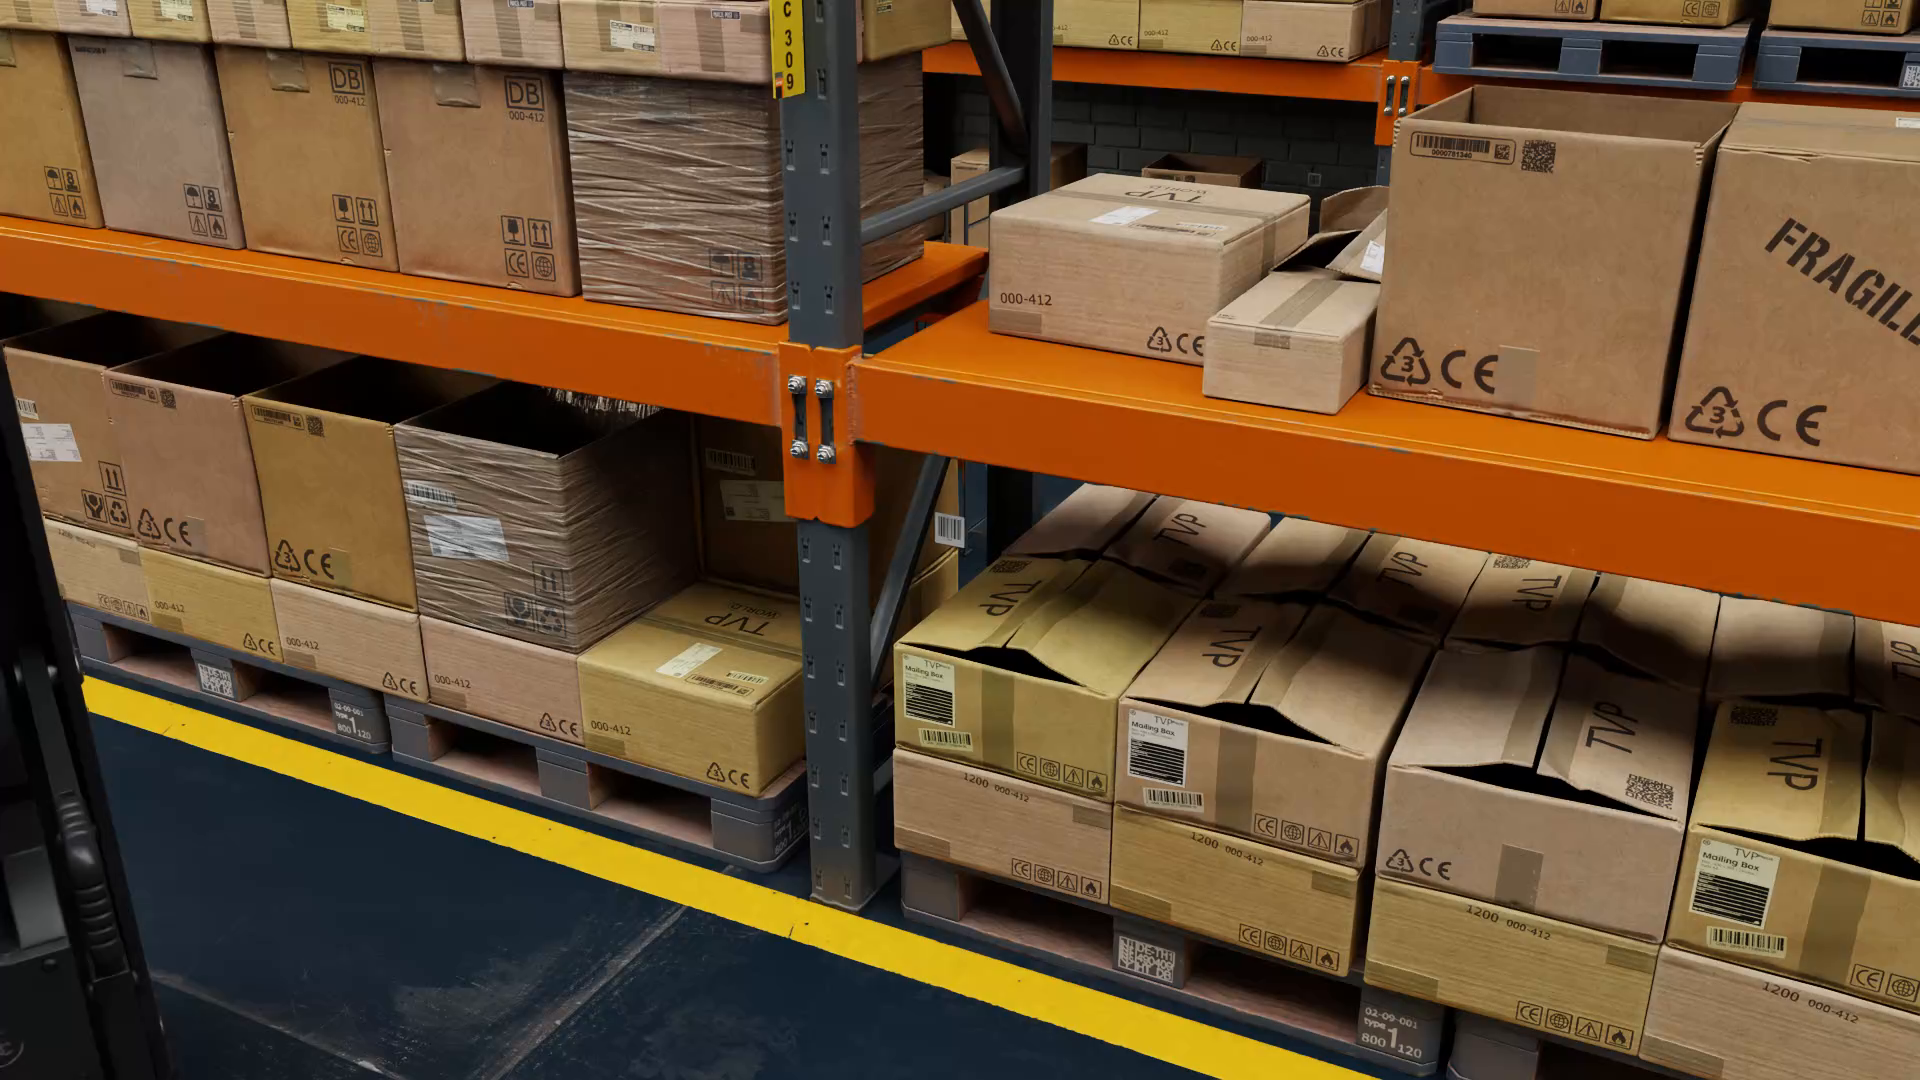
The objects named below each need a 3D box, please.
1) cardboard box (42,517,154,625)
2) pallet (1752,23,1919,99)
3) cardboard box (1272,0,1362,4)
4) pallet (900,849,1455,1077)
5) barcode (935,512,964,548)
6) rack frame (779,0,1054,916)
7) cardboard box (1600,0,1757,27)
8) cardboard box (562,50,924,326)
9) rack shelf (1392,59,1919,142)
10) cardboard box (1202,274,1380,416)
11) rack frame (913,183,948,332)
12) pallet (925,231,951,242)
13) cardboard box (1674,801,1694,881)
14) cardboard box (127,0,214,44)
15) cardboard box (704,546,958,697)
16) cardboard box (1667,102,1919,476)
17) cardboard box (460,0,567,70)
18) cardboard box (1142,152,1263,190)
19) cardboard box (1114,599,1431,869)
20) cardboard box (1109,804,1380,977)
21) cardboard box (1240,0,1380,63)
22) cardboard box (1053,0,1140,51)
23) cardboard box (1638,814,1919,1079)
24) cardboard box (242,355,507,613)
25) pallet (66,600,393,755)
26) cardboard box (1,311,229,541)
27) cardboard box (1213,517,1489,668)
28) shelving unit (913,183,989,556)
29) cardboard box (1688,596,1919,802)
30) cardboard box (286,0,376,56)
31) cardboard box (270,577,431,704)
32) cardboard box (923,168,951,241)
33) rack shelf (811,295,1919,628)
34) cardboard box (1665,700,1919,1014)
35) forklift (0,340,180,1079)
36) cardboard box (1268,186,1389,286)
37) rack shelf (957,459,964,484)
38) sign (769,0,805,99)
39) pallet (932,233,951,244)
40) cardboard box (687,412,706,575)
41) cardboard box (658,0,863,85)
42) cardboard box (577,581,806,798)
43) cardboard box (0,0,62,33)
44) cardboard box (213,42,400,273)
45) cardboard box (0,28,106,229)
[{"bbox_3d":[-2.359,-0.003,4.902,0.500,0.250,0.500,11,25,25],"label":"cardboard box"},{"bbox_3d":[3.955,-1.988,6.838,1.213,0.211,1.003,11,25,25],"label":"pallet"},{"bbox_3d":[1.609,-2.708,7.494,0.500,0.500,0.500,11,25,24],"label":"cardboard box"},{"bbox_3d":[0.614,0.683,3.875,1.213,0.211,1.003,11,25,25],"label":"pallet"},{"bbox_3d":[-0.021,-0.020,3.370,0.075,0.075,0.001,11,25,25],"label":"barcode"},{"bbox_3d":[-0.061,-0.717,3.603,0.127,3.000,1.000,11,25,25],"label":"rack frame"},{"bbox_3d":[3.105,-2.493,7.090,0.500,0.500,0.700,14,27,30],"label":"cardboard box"},{"bbox_3d":[-0.460,-0.839,3.762,0.500,0.500,0.700,10,25,23],"label":"cardboard box"},{"bbox_3d":[3.956,-1.763,6.983,4.000,0.370,1.077,11,25,25],"label":"rack shelf"},{"bbox_3d":[0.638,-0.373,3.116,0.250,0.149,0.380,11,25,25],"label":"cardboard box"},{"bbox_3d":[-0.095,-0.571,5.559,0.006,1.200,0.240,11,25,25],"label":"rack frame"},{"bbox_3d":[-0.622,-1.702,9.481,1.213,0.211,1.003,11,25,25],"label":"pallet"},{"bbox_3d":[1.801,0.598,3.489,0.500,0.250,0.500,12,26,26],"label":"cardboard box"},{"bbox_3d":[-1.771,-1.305,4.030,0.250,0.149,0.380,12,26,26],"label":"cardboard box"},{"bbox_3d":[-0.338,0.167,4.500,0.500,0.250,0.500,11,25,25],"label":"cardboard box"},{"bbox_3d":[1.534,-0.440,2.824,0.500,0.500,0.500,11,25,25],"label":"cardboard box"},{"bbox_3d":[-0.855,-1.124,3.604,0.250,0.149,0.380,10,25,23],"label":"cardboard box"},{"bbox_3d":[1.227,-1.669,8.474,0.500,0.500,0.500,9,25,21],"label":"cardboard box"},{"bbox_3d":[0.640,0.347,3.361,0.500,0.311,0.500,11,25,24],"label":"cardboard box"},{"bbox_3d":[0.643,0.604,3.475,0.500,0.250,0.500,12,26,26],"label":"cardboard box"},{"bbox_3d":[1.611,-2.366,7.646,0.500,0.250,0.500,11,26,25],"label":"cardboard box"},{"bbox_3d":[0.715,-2.540,8.056,0.500,0.250,0.500,11,25,24],"label":"cardboard box"},{"bbox_3d":[1.560,0.784,3.050,0.500,0.250,0.500,12,26,26],"label":"cardboard box"},{"bbox_3d":[-1.462,-0.175,4.347,0.500,0.500,0.500,11,25,25],"label":"cardboard box"},{"bbox_3d":[-1.845,0.196,5.019,1.213,0.211,1.003,11,25,25],"label":"pallet"},{"bbox_3d":[-2.353,-0.352,4.764,0.500,0.500,0.500,11,25,25],"label":"cardboard box"},{"bbox_3d":[0.897,0.158,3.805,0.500,0.311,0.500,12,26,26],"label":"cardboard box"},{"bbox_3d":[-0.013,-0.555,5.521,0.189,1.200,0.258,11,25,25],"label":"shelving unit"},{"bbox_3d":[1.788,0.337,3.385,0.500,0.311,0.500,11,25,24],"label":"cardboard box"},{"bbox_3d":[-1.308,-1.215,3.817,0.250,0.149,0.380,11,25,24],"label":"cardboard box"},{"bbox_3d":[-1.468,0.175,4.483,0.500,0.250,0.500,11,25,25],"label":"cardboard box"},{"bbox_3d":[-0.313,-1.865,9.176,0.500,0.311,0.500,14,27,29],"label":"cardboard box"},{"bbox_3d":[1.724,-0.033,2.913,4.000,0.370,1.077,11,25,25],"label":"rack shelf"},{"bbox_3d":[1.568,0.528,2.936,0.500,0.311,0.500,12,26,26],"label":"cardboard box"},{"bbox_3d":[-1.422,0.198,1.539,1.130,2.935,3.031,-14,27,-29],"label":"forklift"},{"bbox_3d":[0.807,-0.564,3.415,0.258,0.266,0.396,11,25,23],"label":"cardboard box"},{"bbox_3d":[-0.013,-0.293,5.633,0.180,0.103,0.258,11,25,25],"label":"rack shelf"},{"bbox_3d":[-0.310,-0.958,2.962,0.005,0.325,0.100,11,25,25],"label":"sign"},{"bbox_3d":[0.463,-1.486,8.974,1.213,0.211,1.003,11,25,25],"label":"pallet"},{"bbox_3d":[-0.783,-0.267,4.563,0.500,0.500,0.500,11,25,25],"label":"cardboard box"},{"bbox_3d":[-0.400,-1.035,3.393,0.250,0.149,0.380,11,25,24],"label":"cardboard box"},{"bbox_3d":[-0.573,0.350,4.072,0.500,0.250,0.500,11,25,25],"label":"cardboard box"},{"bbox_3d":[-2.227,-1.397,4.244,0.250,0.149,0.380,11,25,24],"label":"cardboard box"},{"bbox_3d":[-1.379,-1.020,4.188,0.500,0.500,0.700,12,26,25],"label":"cardboard box"},{"bbox_3d":[-2.308,-1.202,4.615,0.500,0.500,0.700,11,26,25],"label":"cardboard box"}]
